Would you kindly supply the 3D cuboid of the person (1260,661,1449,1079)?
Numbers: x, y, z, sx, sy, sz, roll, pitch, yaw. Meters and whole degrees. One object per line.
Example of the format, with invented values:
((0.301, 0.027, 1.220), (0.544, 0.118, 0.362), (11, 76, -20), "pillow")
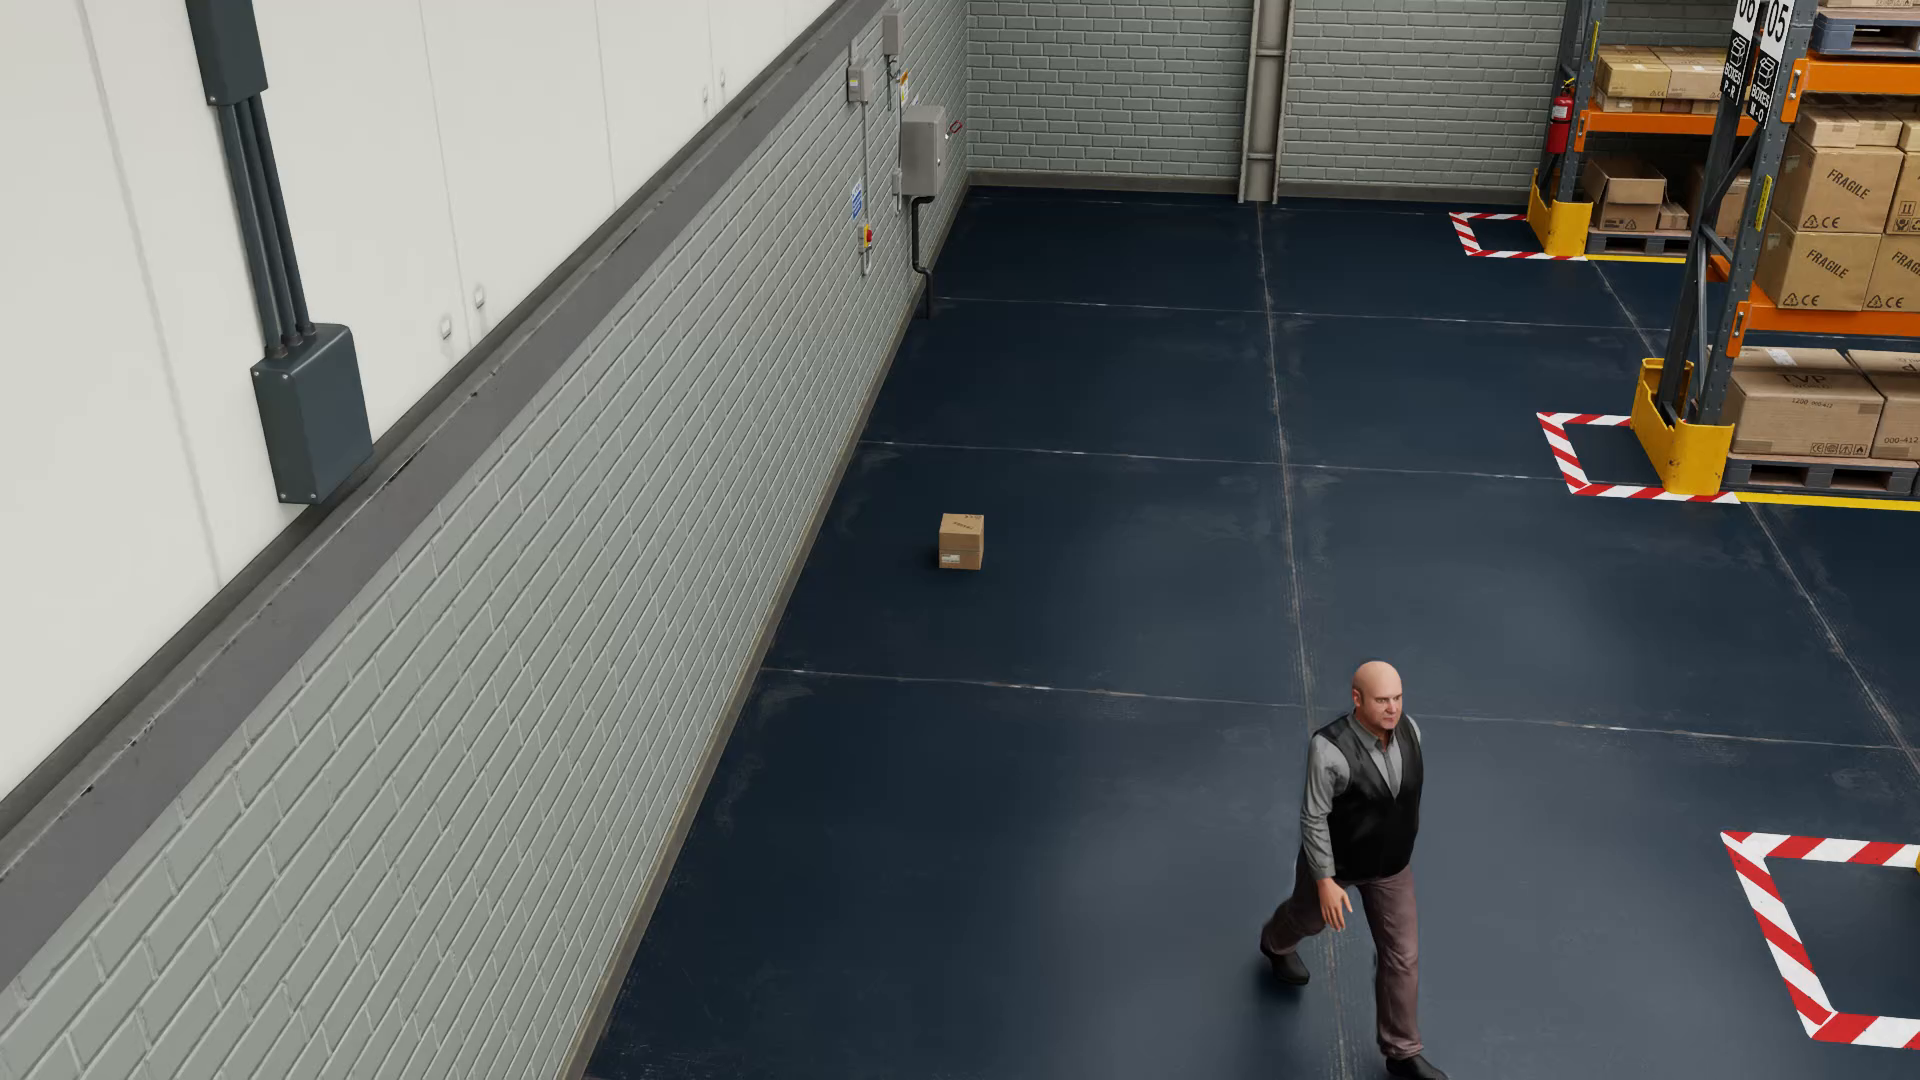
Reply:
((1.532, 1.272, 6.362), (0.557, 1.593, 1.024), (-9, 29, -16), "person")
